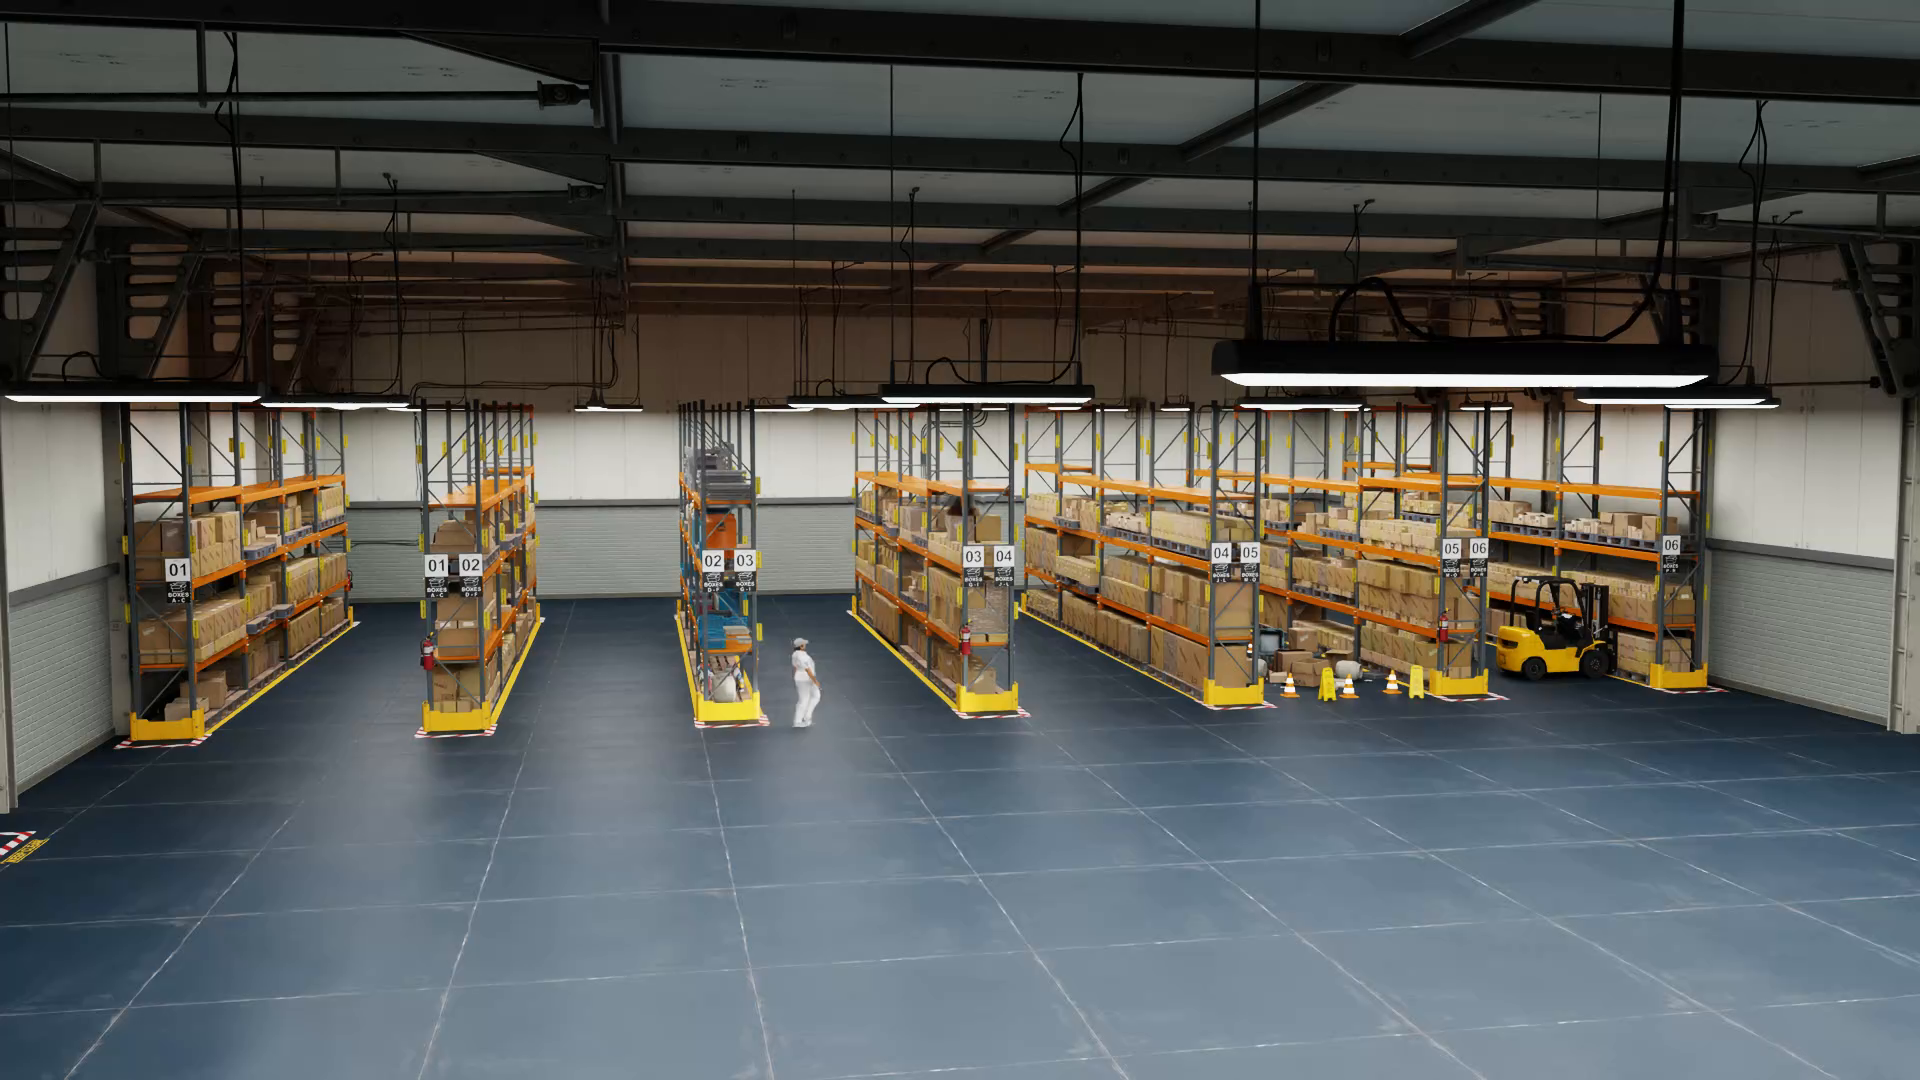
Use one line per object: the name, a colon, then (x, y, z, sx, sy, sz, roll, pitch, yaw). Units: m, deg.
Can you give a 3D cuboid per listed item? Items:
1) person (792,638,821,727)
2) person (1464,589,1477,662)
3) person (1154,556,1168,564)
person: (-2.814, 2.612, 30.378, 0.517, 1.673, 0.513, 0, 4, -3)
person: (11.777, 1.986, 38.495, 0.405, 1.693, 0.485, 1, 4, 13)
person: (6.114, 1.002, 50.710, 0.522, 1.754, 0.523, -1, 4, -15)
